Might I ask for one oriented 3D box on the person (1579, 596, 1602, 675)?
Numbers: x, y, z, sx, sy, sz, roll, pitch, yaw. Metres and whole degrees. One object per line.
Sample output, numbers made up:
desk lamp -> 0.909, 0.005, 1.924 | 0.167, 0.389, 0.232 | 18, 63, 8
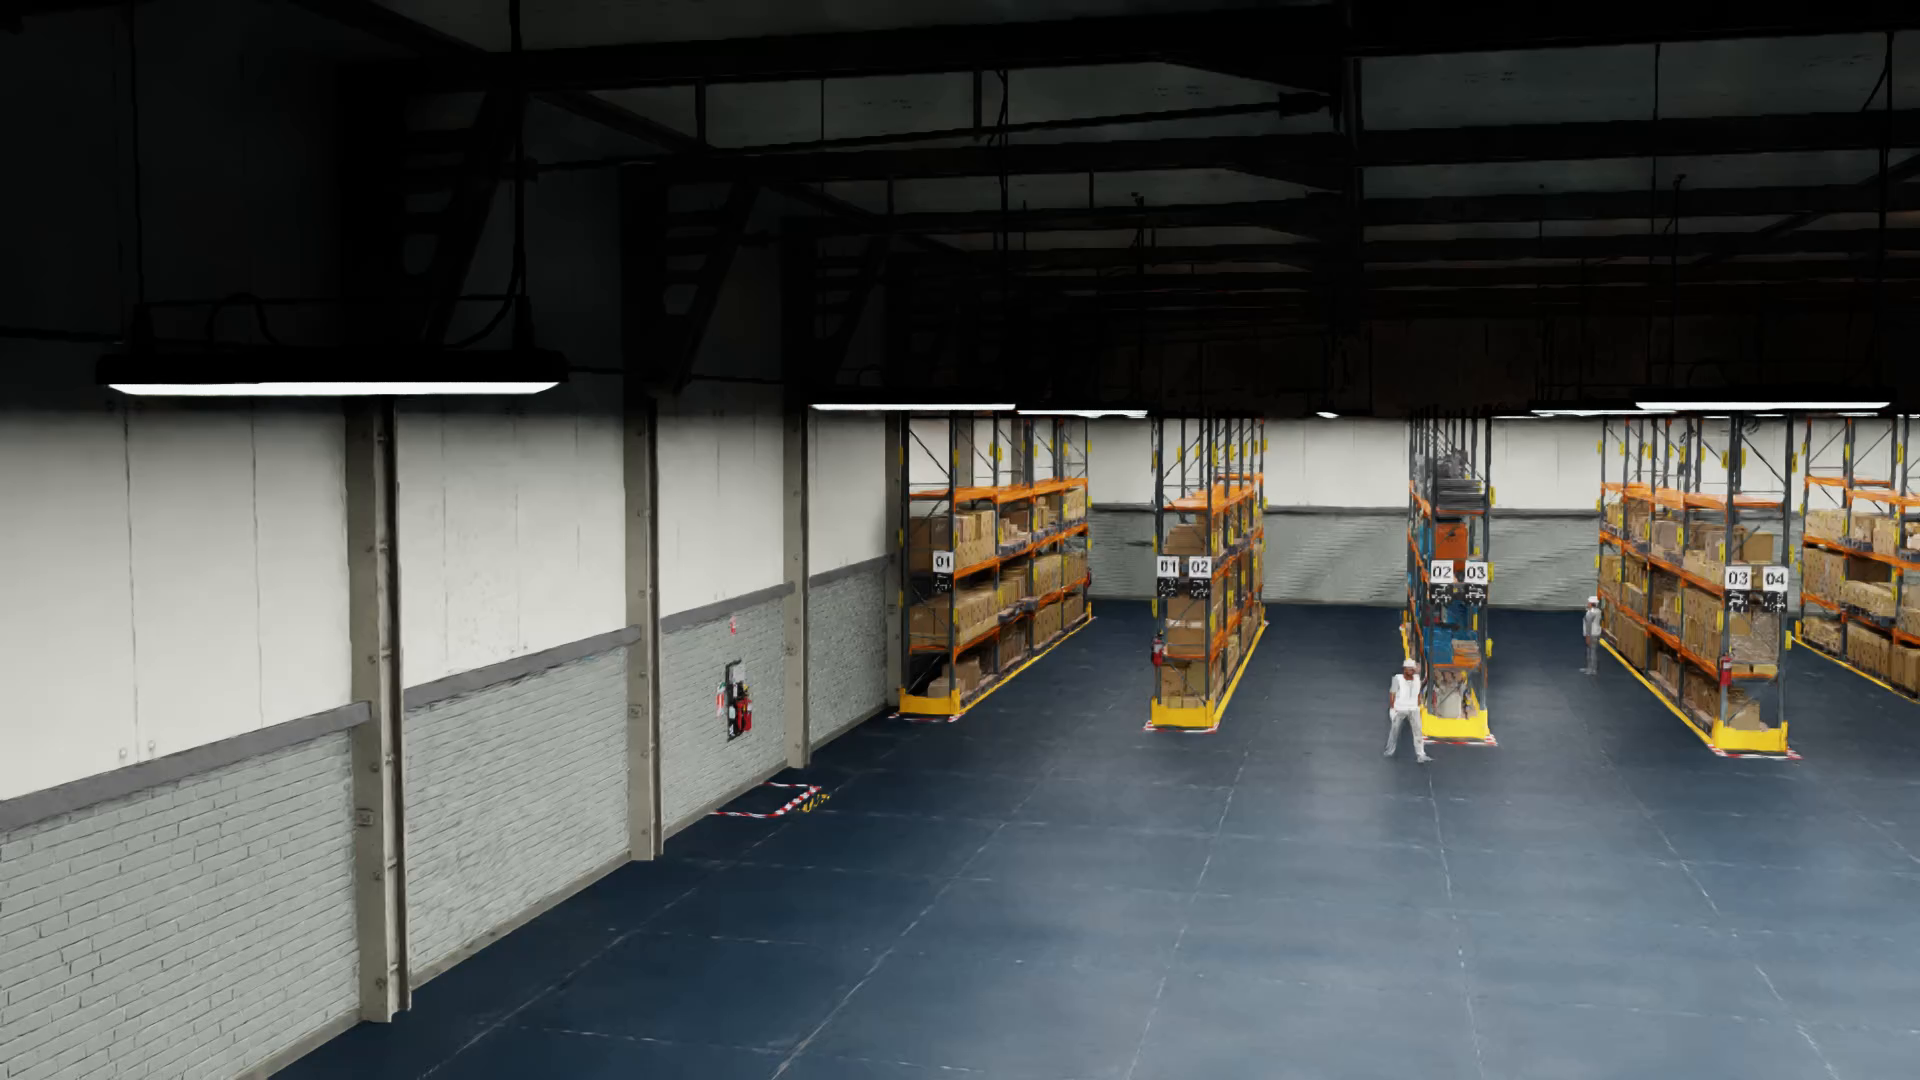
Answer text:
person -> 14.190, 2.139, 37.456 | 0.494, 1.775, 0.578 | 4, 6, 43

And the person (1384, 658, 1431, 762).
person -> 7.534, 2.851, 28.036 | 0.607, 1.742, 0.967 | -1, 4, -9
